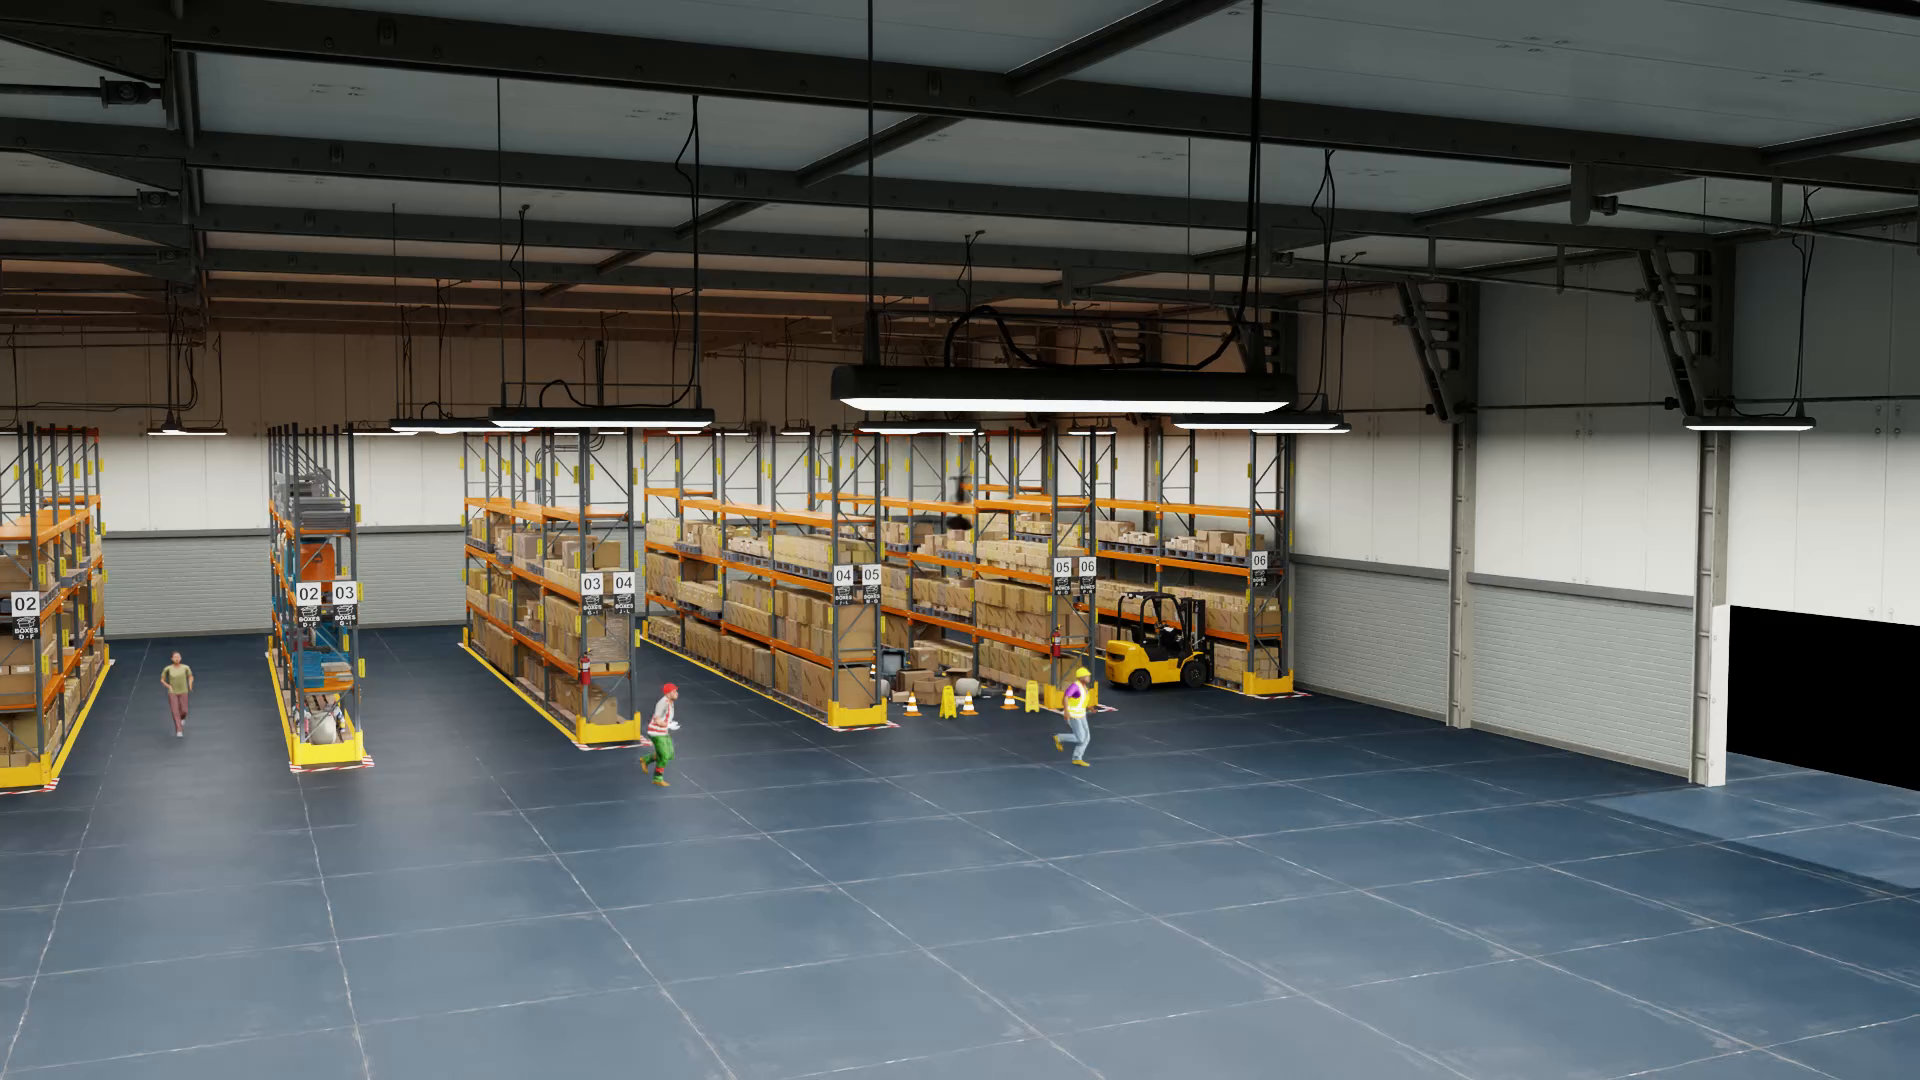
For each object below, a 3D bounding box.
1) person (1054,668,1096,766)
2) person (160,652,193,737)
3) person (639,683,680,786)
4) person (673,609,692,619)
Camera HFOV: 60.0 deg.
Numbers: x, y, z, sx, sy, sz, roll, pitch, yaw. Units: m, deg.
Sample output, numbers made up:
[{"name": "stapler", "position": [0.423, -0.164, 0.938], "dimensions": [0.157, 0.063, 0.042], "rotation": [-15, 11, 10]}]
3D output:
[{"name": "person", "position": [2.008, 3.101, 29.205], "dimensions": [0.704, 1.719, 0.738], "rotation": [2, 4, 26]}, {"name": "person", "position": [-15.096, 2.958, 32.080], "dimensions": [0.581, 1.630, 0.566], "rotation": [-2, 4, -30]}, {"name": "person", "position": [-4.939, 3.210, 27.366], "dimensions": [0.740, 1.726, 0.645], "rotation": [1, 4, 10]}, {"name": "person", "position": [-8.440, 1.849, 50.259], "dimensions": [0.524, 1.591, 0.829], "rotation": [2, 4, 33]}]
